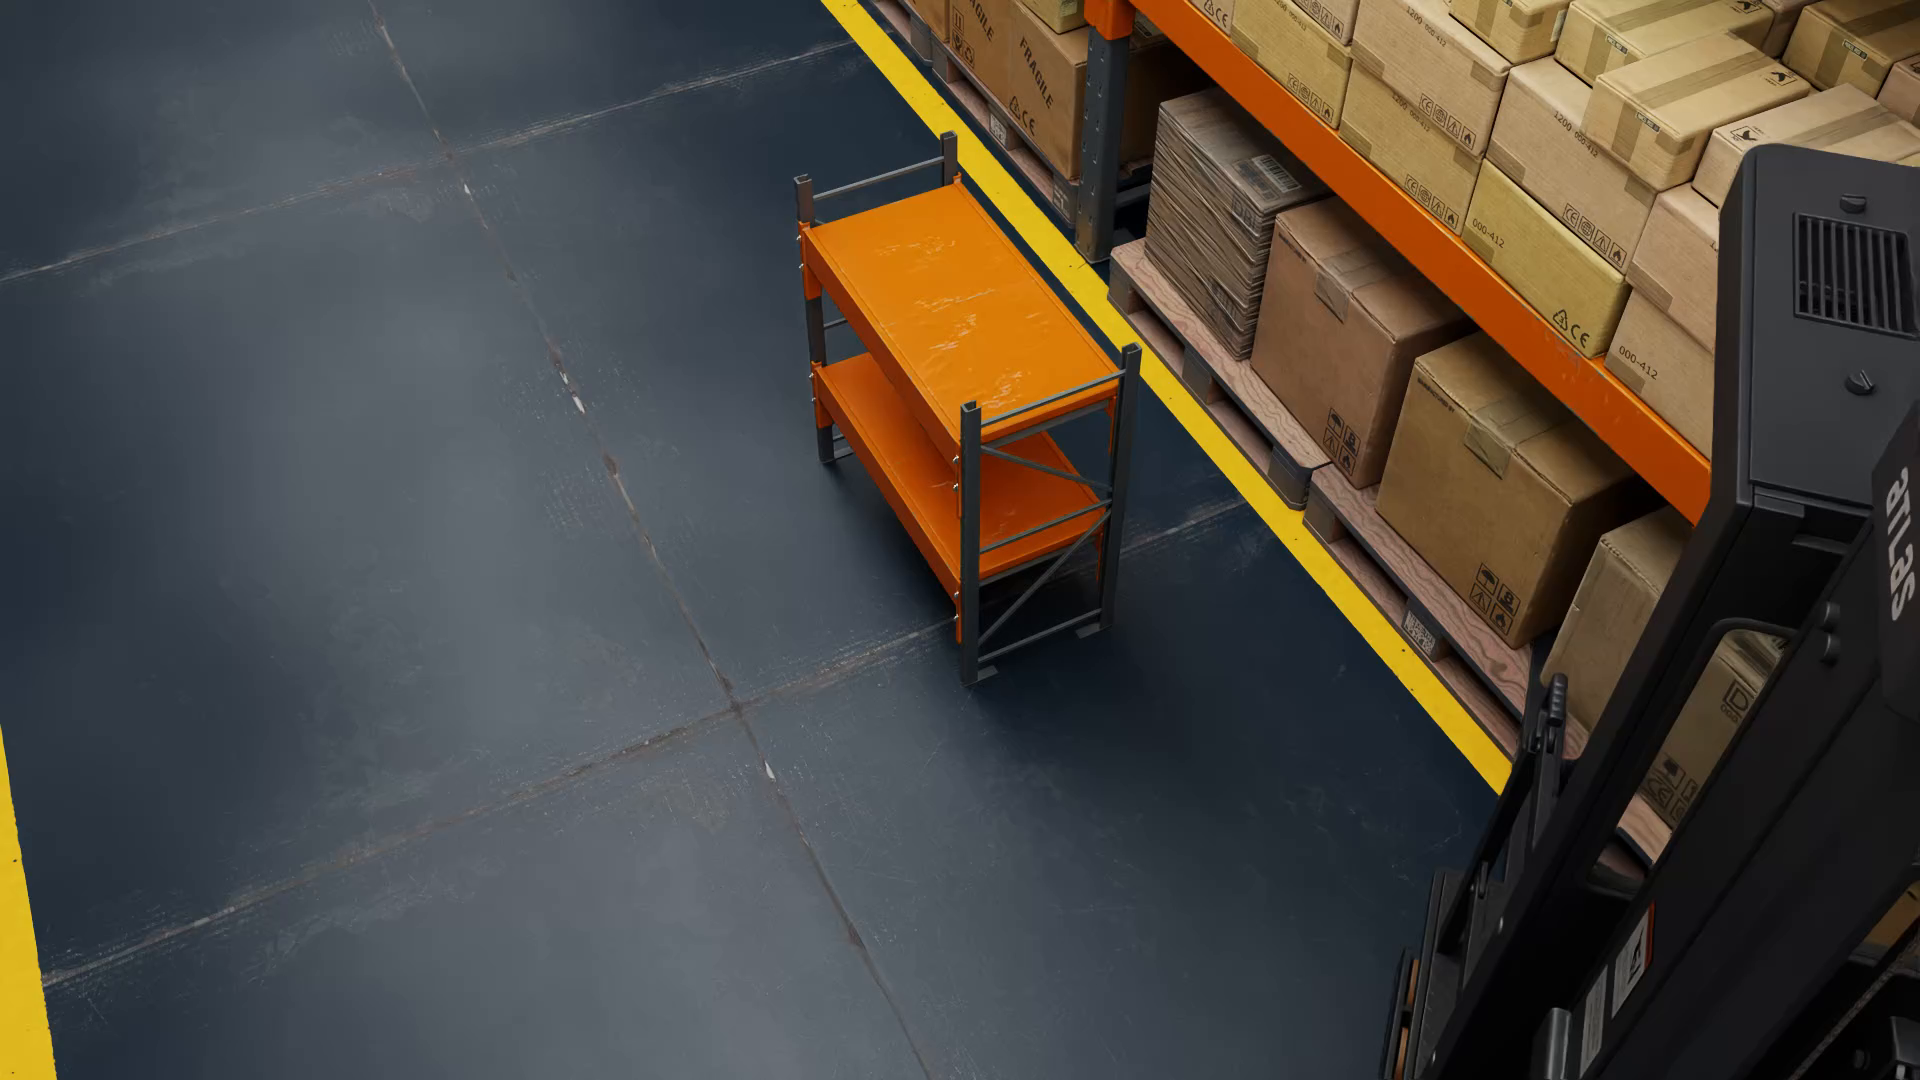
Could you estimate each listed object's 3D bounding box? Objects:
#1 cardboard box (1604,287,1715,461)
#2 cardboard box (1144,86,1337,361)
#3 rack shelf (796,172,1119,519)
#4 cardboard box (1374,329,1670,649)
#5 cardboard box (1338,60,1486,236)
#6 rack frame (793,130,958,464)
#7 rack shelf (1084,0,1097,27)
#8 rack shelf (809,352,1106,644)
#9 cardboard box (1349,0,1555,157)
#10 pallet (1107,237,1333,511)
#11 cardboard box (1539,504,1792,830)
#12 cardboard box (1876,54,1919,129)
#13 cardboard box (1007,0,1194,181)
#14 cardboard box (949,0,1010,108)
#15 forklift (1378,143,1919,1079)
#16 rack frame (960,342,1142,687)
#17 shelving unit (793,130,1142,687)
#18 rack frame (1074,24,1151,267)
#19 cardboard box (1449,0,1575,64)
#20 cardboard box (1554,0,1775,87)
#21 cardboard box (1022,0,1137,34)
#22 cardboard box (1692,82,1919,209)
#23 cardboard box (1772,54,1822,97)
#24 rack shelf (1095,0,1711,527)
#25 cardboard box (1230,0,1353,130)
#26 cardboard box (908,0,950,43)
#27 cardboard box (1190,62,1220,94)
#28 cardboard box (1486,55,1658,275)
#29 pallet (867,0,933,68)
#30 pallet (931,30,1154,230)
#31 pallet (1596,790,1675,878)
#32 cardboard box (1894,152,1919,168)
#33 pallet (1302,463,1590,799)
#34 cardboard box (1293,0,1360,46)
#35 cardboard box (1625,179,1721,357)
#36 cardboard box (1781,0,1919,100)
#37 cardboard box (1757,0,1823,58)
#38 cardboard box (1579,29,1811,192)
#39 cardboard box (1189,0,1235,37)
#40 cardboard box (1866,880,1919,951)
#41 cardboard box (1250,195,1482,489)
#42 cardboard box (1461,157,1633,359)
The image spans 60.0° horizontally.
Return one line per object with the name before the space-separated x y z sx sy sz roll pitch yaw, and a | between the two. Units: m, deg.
cardboard box | 1.830 -0.406 3.712 0.500 0.250 0.500 -21 52 -17
cardboard box | 1.171 -1.142 5.555 0.875 0.625 0.625 -20 52 -16
rack shelf | -0.003 -0.568 4.610 0.538 0.278 1.000 -21 52 -18
cardboard box | 1.785 -0.257 4.781 0.875 0.625 0.625 -23 53 -19
cardboard box | 1.351 -1.097 4.316 0.500 0.250 0.500 -23 53 -19
rack frame | -0.236 -0.715 5.128 0.500 1.125 0.032 -21 52 -18
rack shelf | -0.017 -3.310 6.630 1.077 0.370 4.000 -21 52 -18
rack shelf | -0.003 -0.214 5.015 0.538 0.278 1.000 -21 52 -18
cardboard box | 1.335 -1.250 4.118 0.500 0.250 0.500 -22 53 -18
pallet | 1.240 -0.726 5.744 1.003 0.211 1.213 -21 52 -18
cardboard box | 2.131 0.245 4.341 0.875 0.625 0.625 -22 52 -18
cardboard box | 2.222 -0.958 3.598 0.380 0.149 0.250 -22 52 -18
cardboard box | 0.513 -1.732 6.154 0.500 0.500 0.500 -20 52 -16
cardboard box | 0.294 -2.071 6.450 0.500 0.500 0.500 -22 52 -18
forklift | 1.536 0.534 2.836 1.130 2.935 3.031 14 50 12
rack frame | 0.230 -0.035 4.533 0.500 1.125 0.032 -21 52 -18
shelving unit | -0.003 -0.375 4.831 0.538 1.125 1.048 -21 52 -18
rack frame | 0.898 -2.208 5.188 1.000 3.000 0.127 -21 52 -18
cardboard box | 1.382 -1.280 3.879 0.380 0.149 0.250 -20 52 -17
cardboard box | 1.587 -1.139 3.756 0.380 0.149 0.250 -21 52 -18
cardboard box | 0.447 -1.980 5.940 0.380 0.149 0.250 -24 53 -19
cardboard box | 1.764 -0.775 3.437 0.380 0.149 0.250 -21 52 -17
cardboard box | 2.036 -1.101 3.988 0.500 0.250 0.500 -22 52 -18
rack shelf | 1.813 -0.633 4.289 1.077 0.370 4.000 -21 52 -18
cardboard box | 1.109 -1.439 4.616 0.500 0.250 0.500 -22 52 -18
cardboard box | 0.052 -2.420 6.756 0.500 0.500 0.500 -19 52 -16
cardboard box | 0.954 -1.902 6.302 0.500 0.500 0.500 -19 52 -16
cardboard box | 1.592 -0.917 3.827 0.500 0.250 0.500 -20 52 -17
pallet | 0.036 -2.618 7.400 1.003 0.211 1.213 -21 52 -18
pallet | 0.590 -1.803 6.687 1.003 0.211 1.213 -21 52 -18
pallet | 2.357 0.907 4.316 1.003 0.211 1.213 -21 52 -18
cardboard box | 1.873 -0.605 3.289 0.380 0.149 0.250 -22 52 -18
pallet | 1.794 0.090 5.031 1.003 0.211 1.213 -21 52 -18
cardboard box | 1.112 -1.607 4.430 0.500 0.250 0.500 -20 52 -16
cardboard box | 1.806 -0.573 3.526 0.500 0.250 0.500 -20 52 -17
cardboard box | 2.102 -1.123 3.742 0.380 0.149 0.250 -21 52 -17
cardboard box | 1.946 -1.286 3.884 0.380 0.149 0.250 -20 52 -17
cardboard box | 1.573 -0.925 3.569 0.380 0.149 0.250 -22 53 -18
cardboard box | 0.884 -1.778 4.912 0.500 0.250 0.500 -21 52 -17
cardboard box | 2.480 0.767 3.885 0.875 0.625 0.625 -19 52 -16
cardboard box | 1.477 -0.708 5.175 0.875 0.625 0.625 -20 52 -16
cardboard box | 1.587 -0.749 4.012 0.500 0.250 0.500 -20 52 -16
